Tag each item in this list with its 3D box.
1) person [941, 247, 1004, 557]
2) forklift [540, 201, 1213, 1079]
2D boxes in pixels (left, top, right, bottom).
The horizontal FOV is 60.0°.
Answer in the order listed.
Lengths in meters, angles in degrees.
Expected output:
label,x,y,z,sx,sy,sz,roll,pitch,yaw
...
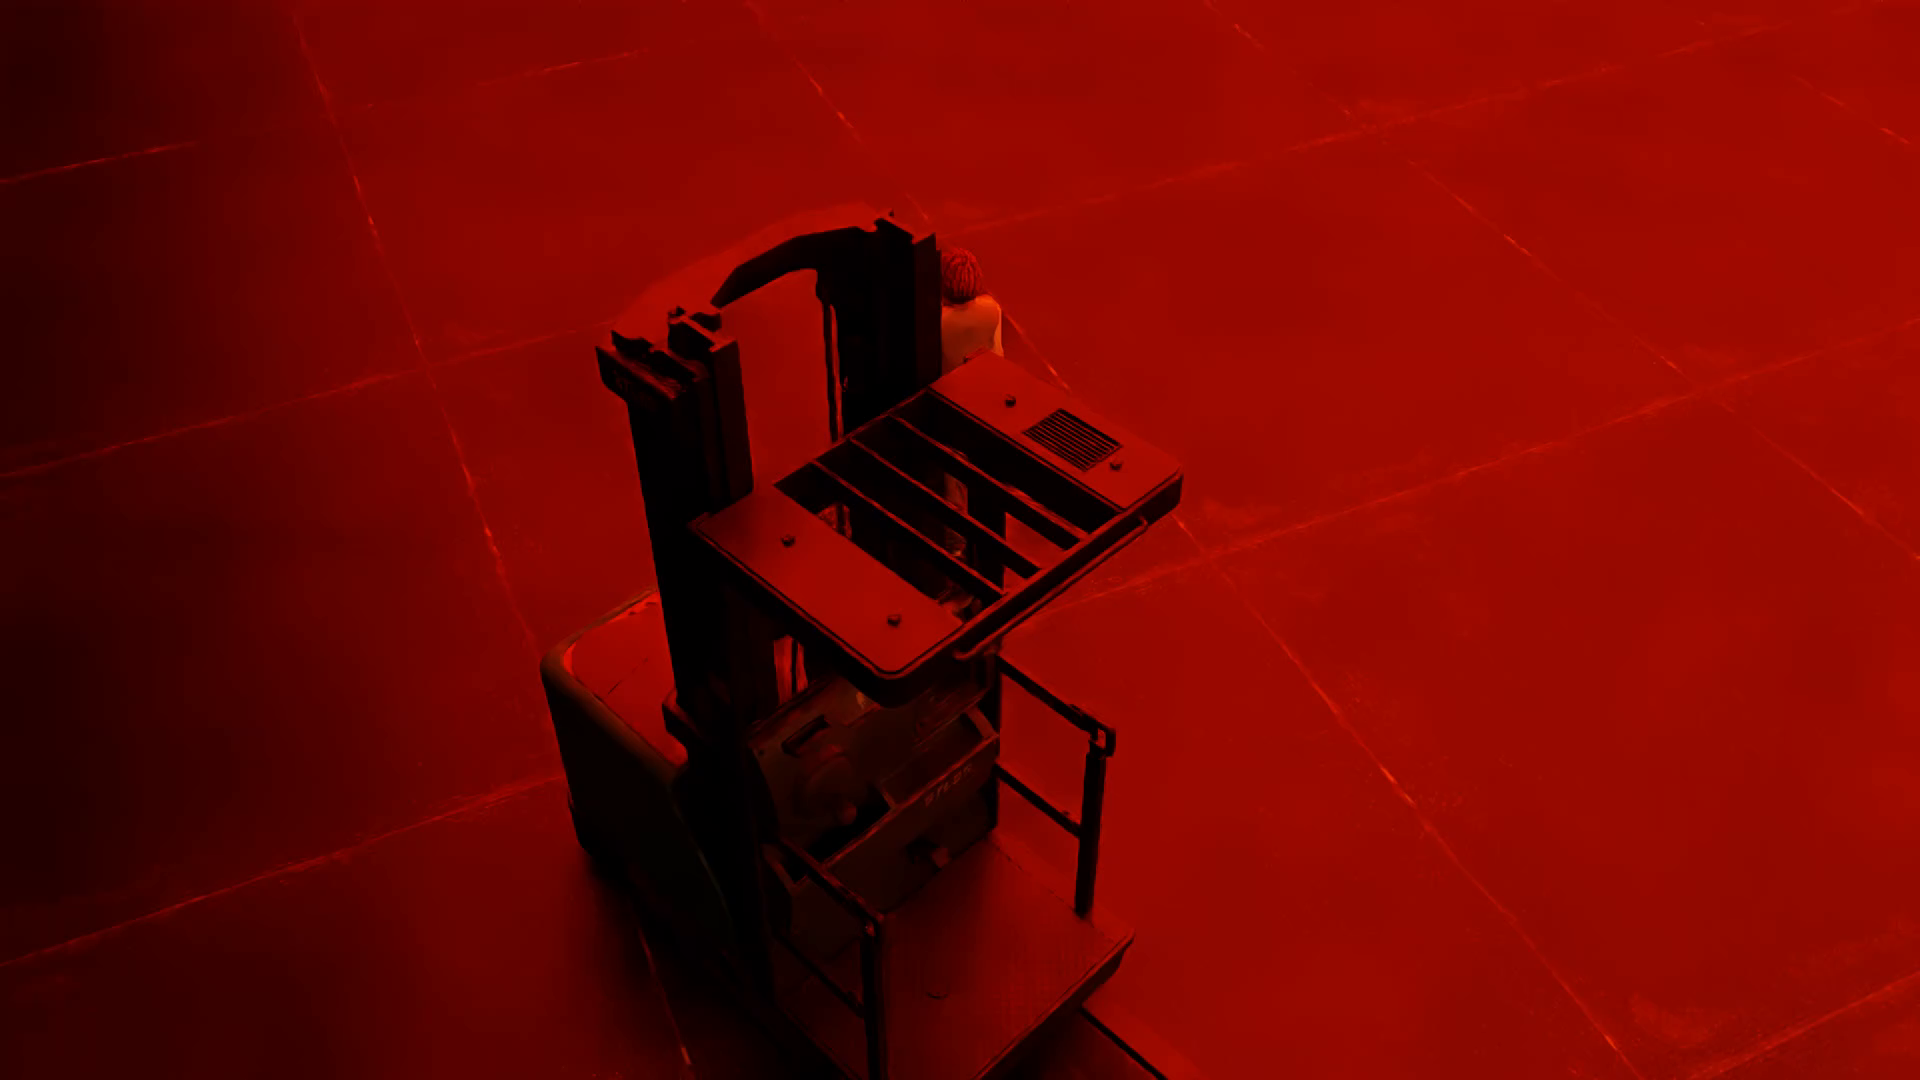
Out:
label,x,y,z,sx,sy,sz,roll,pitch,yaw
person,-0.004,-0.588,7.290,0.405,1.598,0.310,-18,46,-18
forklift,-0.099,0.598,5.039,1.130,2.935,3.031,-34,53,-31
